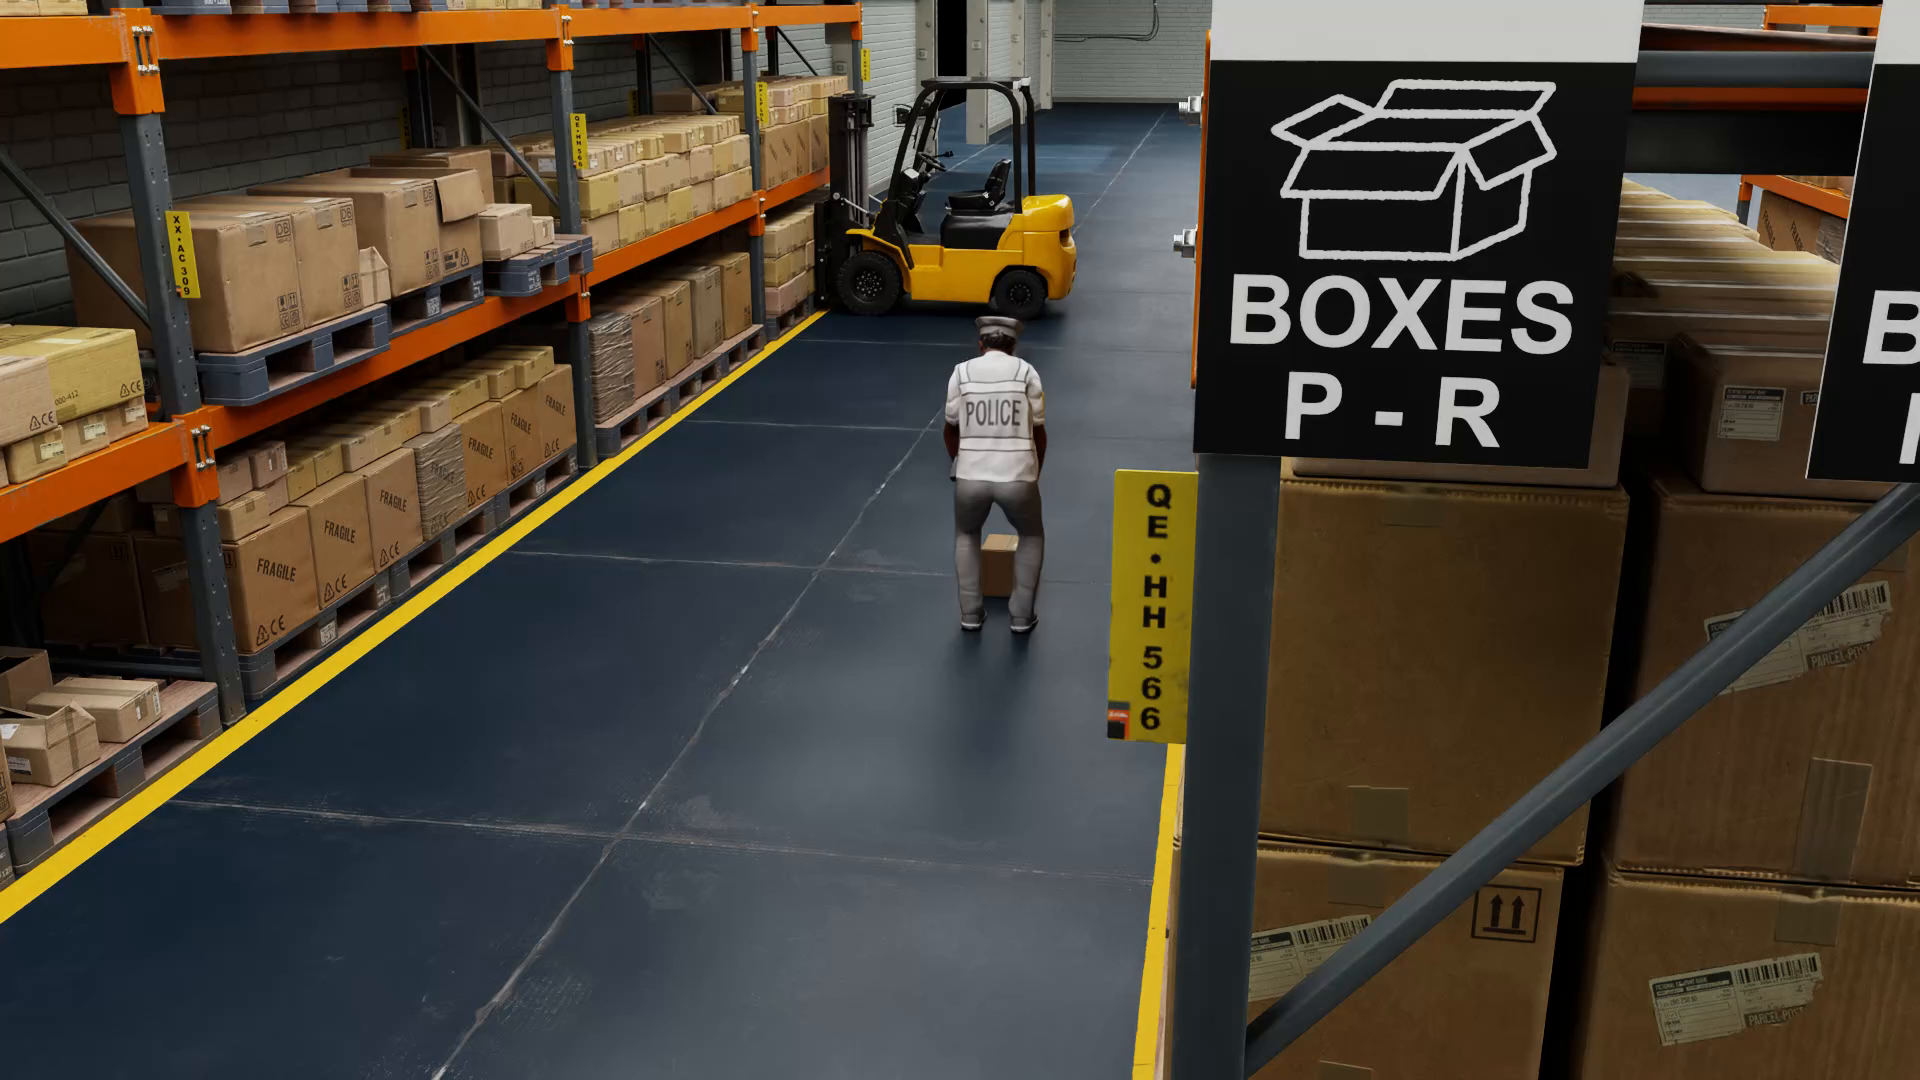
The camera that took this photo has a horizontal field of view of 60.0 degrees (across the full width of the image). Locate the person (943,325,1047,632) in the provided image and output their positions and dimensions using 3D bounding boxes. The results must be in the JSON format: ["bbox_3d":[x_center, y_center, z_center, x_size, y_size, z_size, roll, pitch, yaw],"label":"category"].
[{"bbox_3d":[0.156,-0.285,7.851,0.495,1.414,0.690,3,18,9],"label":"person"}]
